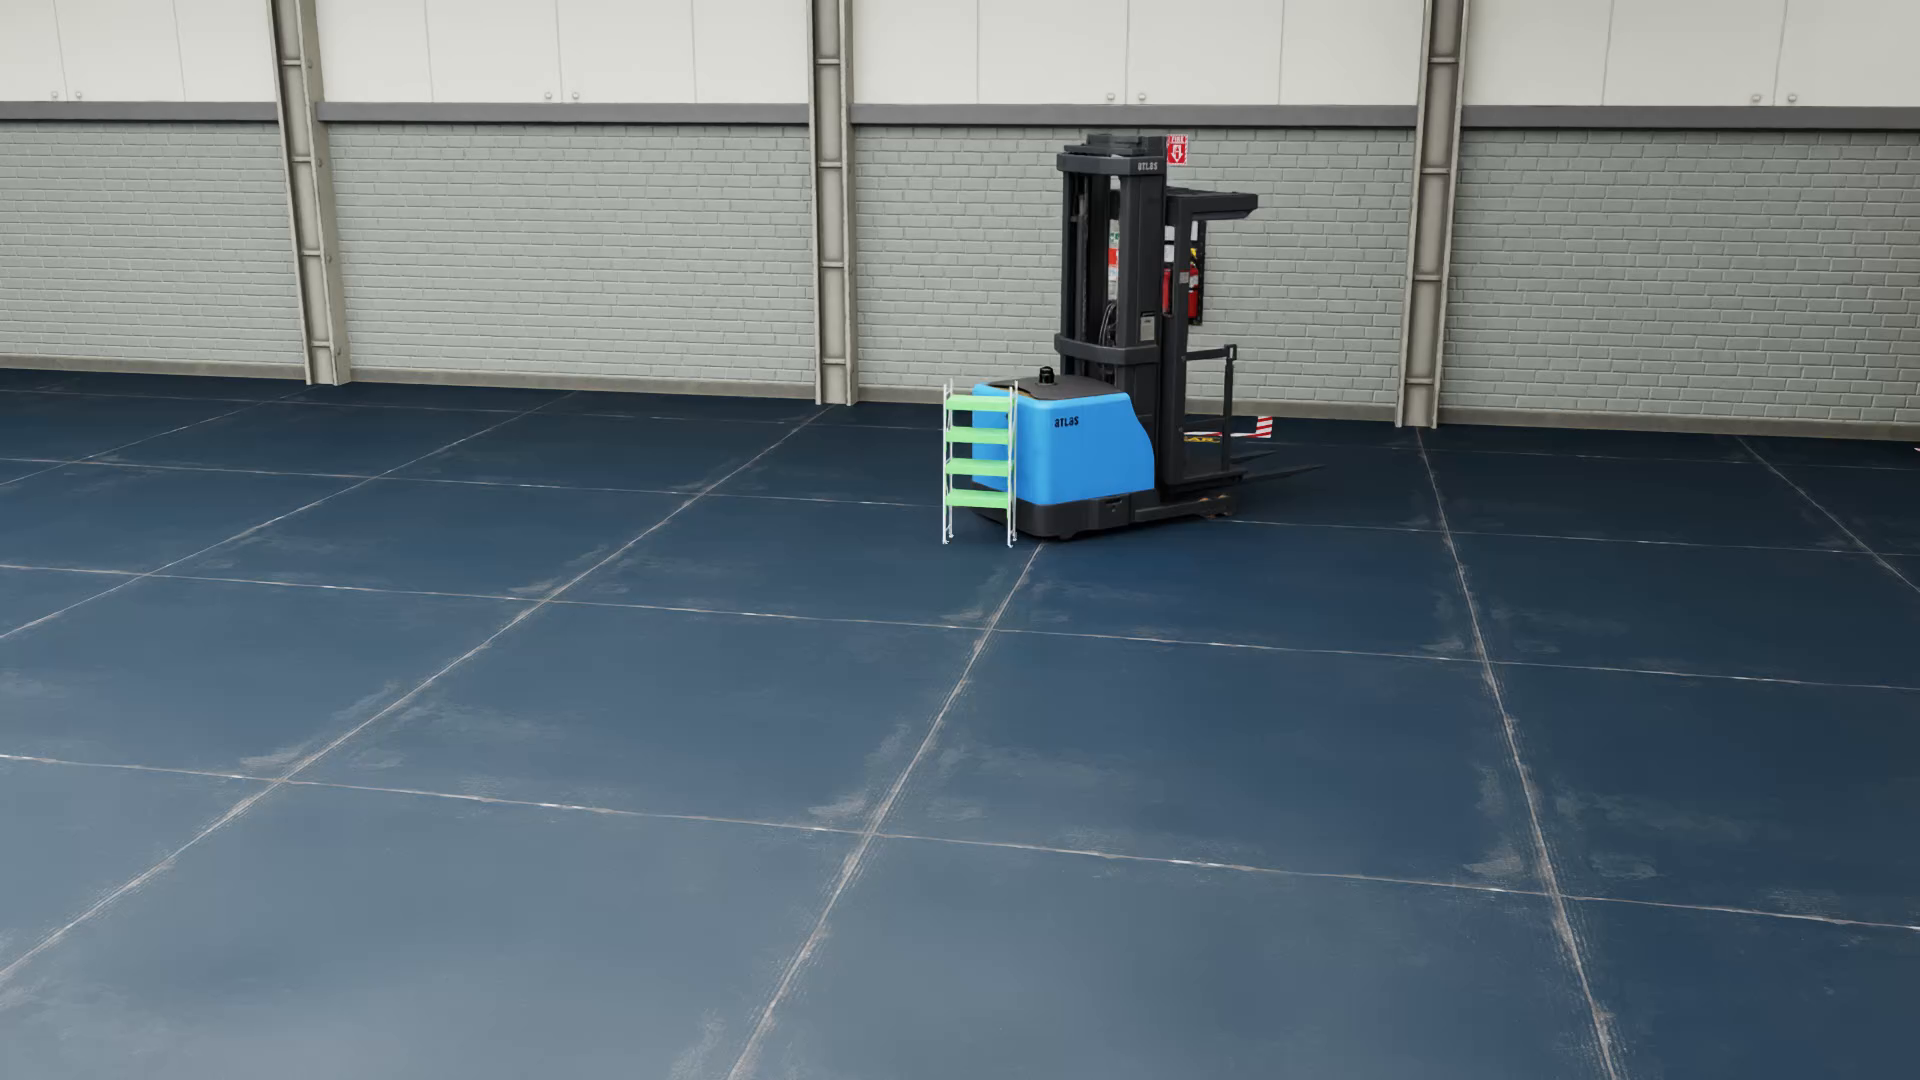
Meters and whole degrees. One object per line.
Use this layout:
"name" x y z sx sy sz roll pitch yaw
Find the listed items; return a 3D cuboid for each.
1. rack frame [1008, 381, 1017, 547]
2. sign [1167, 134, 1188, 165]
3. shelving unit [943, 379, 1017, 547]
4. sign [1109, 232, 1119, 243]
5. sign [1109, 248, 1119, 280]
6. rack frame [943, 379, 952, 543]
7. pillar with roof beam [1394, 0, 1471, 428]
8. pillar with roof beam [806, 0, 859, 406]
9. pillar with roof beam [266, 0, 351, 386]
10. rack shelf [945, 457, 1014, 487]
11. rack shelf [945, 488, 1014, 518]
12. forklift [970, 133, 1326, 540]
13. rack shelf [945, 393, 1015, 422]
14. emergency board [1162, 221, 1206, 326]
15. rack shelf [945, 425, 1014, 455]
"rack frame" 0.387 -0.555 12.245 0.015 1.200 0.240 3 16 11
"sign" 2.164 -3.888 16.566 0.199 0.298 0.001 3 16 11
"shelving unit" 0.148 -0.569 12.294 0.503 1.200 0.258 3 16 11
"sign" 1.633 -3.071 16.898 0.331 0.109 0.001 3 16 11
"sign" 1.631 -2.818 16.978 0.234 0.329 0.001 3 16 11
"rack frame" -0.090 -0.584 12.342 0.015 1.200 0.240 3 16 11
"pillar with roof beam" 3.708 -4.368 11.402 0.400 9.000 9.100 3 16 11
"pillar with roof beam" -2.172 -4.687 12.555 0.400 9.000 9.100 3 16 11
"pillar with roof beam" -8.051 -5.006 13.707 0.400 9.000 9.100 3 16 11
"rack shelf" 0.148 -0.508 12.311 0.480 0.148 0.258 3 16 11
"rack shelf" 0.147 -0.276 12.374 0.480 0.148 0.258 3 16 11
"forklift" 1.605 -1.687 13.091 3.031 2.935 1.130 -9 18 -31
"rack shelf" 0.150 -0.971 12.184 0.480 0.148 0.258 3 16 11
"emergency board" 2.152 -2.744 16.779 0.643 1.169 0.194 3 16 11
"rack shelf" 0.149 -0.739 12.247 0.480 0.148 0.258 3 16 11
